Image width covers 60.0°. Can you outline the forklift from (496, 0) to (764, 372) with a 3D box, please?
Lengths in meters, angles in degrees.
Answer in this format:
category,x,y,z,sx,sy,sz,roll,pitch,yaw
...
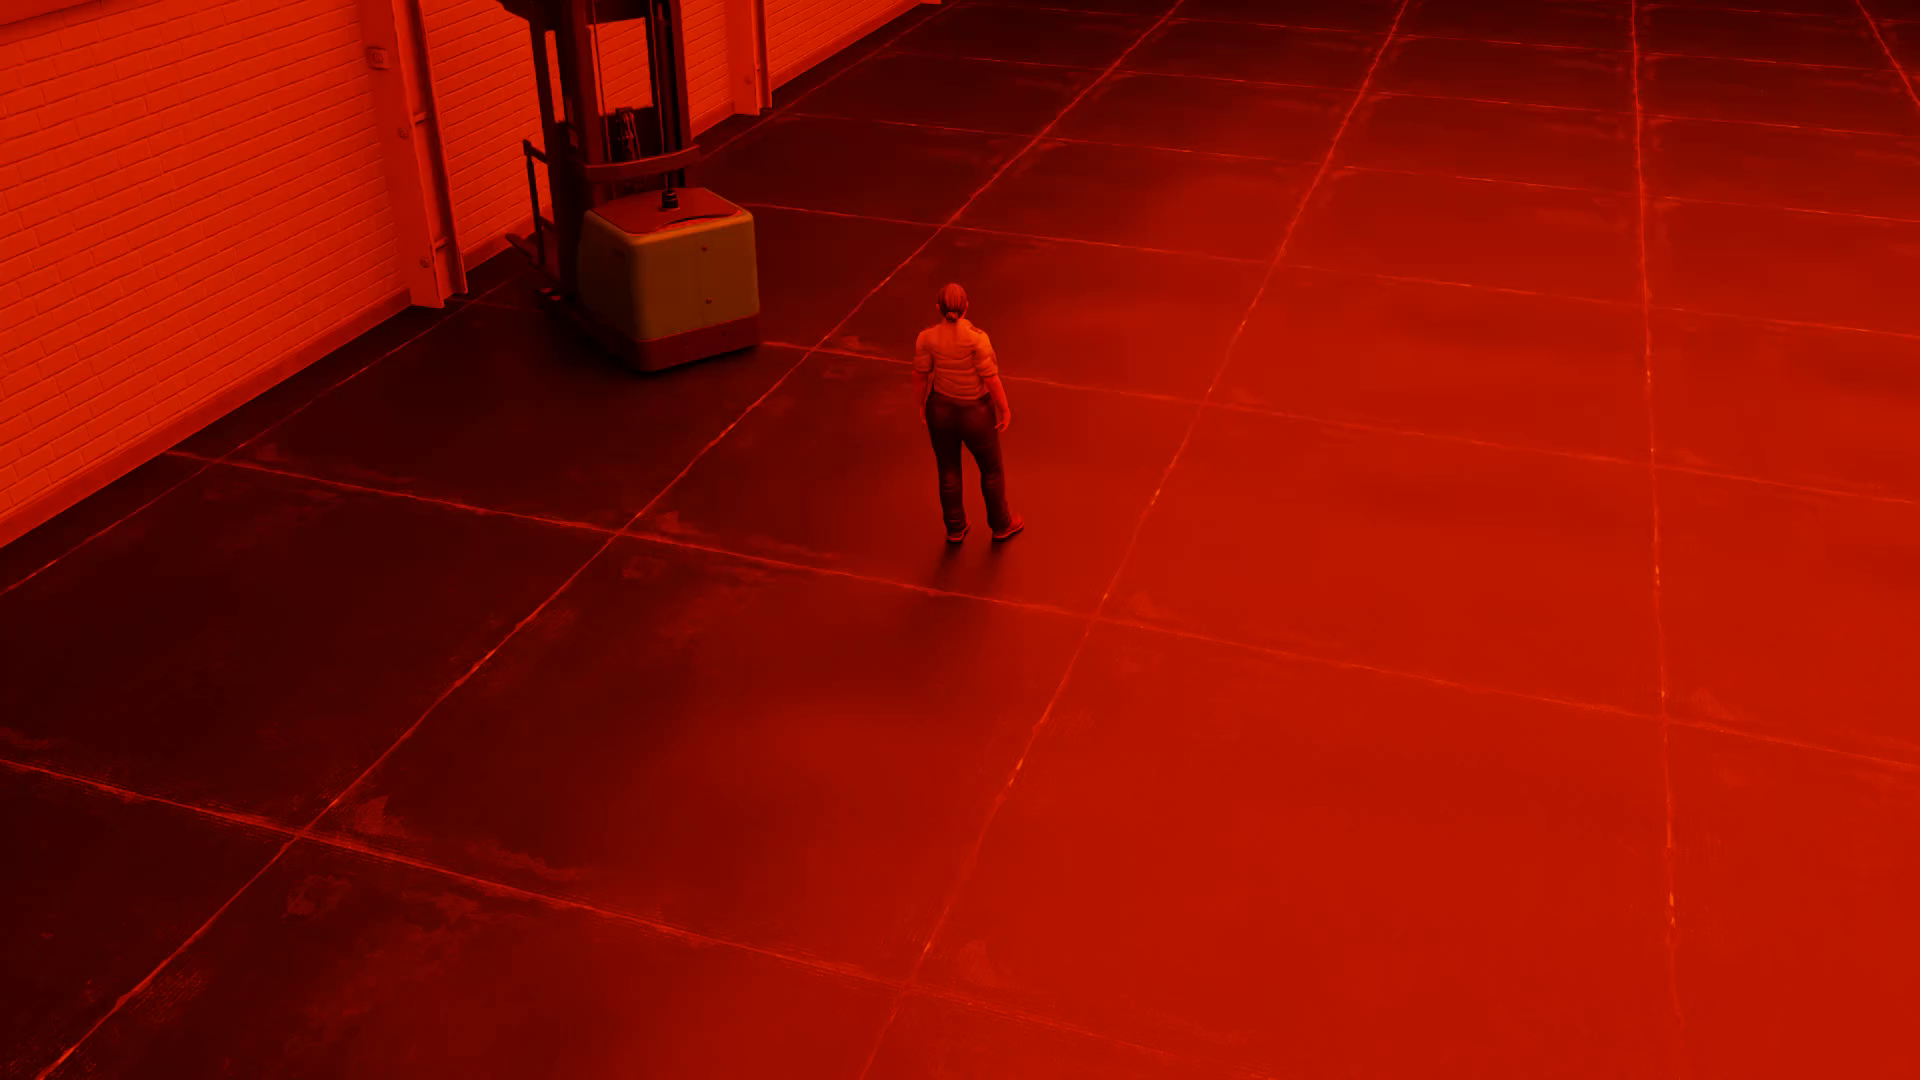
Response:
category,x,y,z,sx,sy,sz,roll,pitch,yaw
forklift,-2.751,-3.176,12.707,1.130,2.935,3.031,-19,35,-30

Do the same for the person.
category,x,y,z,sx,sy,sz,roll,pitch,yaw
person,0.051,-0.761,9.751,0.598,1.651,0.503,10,31,16
